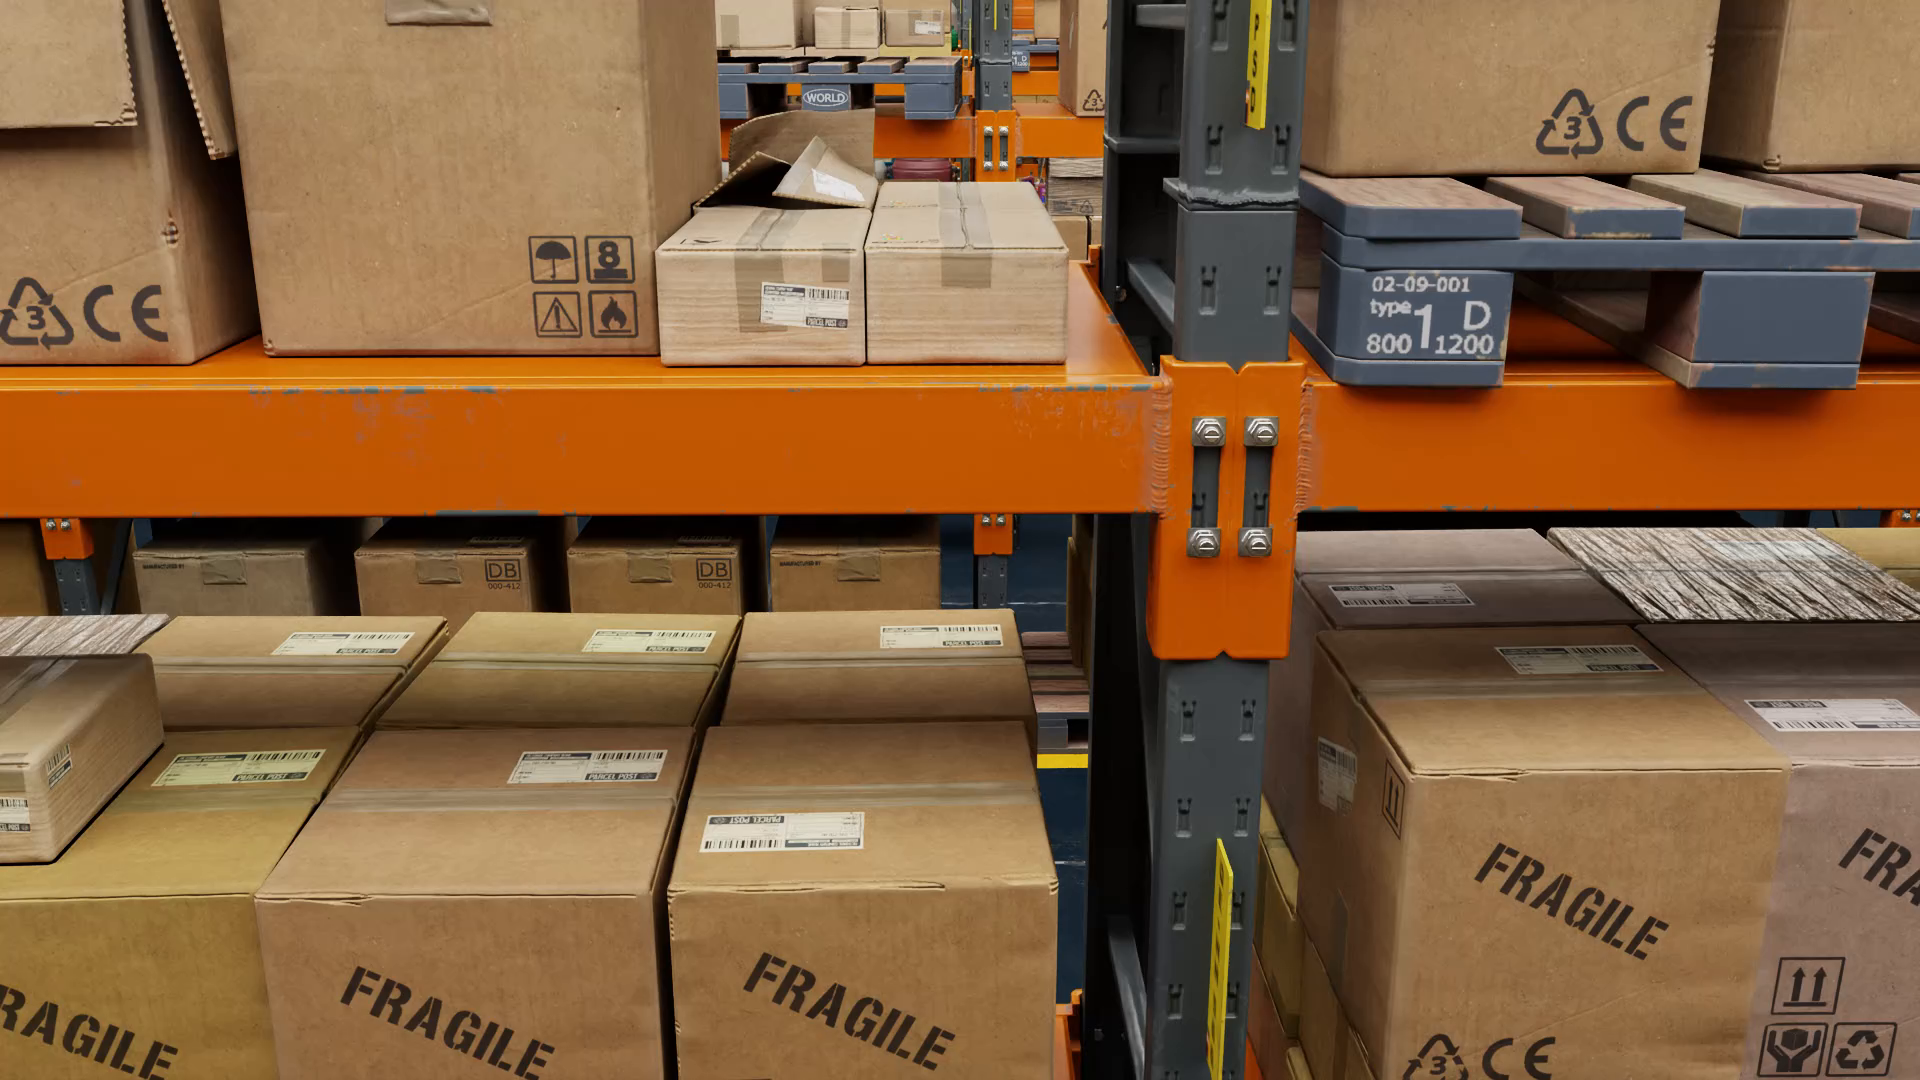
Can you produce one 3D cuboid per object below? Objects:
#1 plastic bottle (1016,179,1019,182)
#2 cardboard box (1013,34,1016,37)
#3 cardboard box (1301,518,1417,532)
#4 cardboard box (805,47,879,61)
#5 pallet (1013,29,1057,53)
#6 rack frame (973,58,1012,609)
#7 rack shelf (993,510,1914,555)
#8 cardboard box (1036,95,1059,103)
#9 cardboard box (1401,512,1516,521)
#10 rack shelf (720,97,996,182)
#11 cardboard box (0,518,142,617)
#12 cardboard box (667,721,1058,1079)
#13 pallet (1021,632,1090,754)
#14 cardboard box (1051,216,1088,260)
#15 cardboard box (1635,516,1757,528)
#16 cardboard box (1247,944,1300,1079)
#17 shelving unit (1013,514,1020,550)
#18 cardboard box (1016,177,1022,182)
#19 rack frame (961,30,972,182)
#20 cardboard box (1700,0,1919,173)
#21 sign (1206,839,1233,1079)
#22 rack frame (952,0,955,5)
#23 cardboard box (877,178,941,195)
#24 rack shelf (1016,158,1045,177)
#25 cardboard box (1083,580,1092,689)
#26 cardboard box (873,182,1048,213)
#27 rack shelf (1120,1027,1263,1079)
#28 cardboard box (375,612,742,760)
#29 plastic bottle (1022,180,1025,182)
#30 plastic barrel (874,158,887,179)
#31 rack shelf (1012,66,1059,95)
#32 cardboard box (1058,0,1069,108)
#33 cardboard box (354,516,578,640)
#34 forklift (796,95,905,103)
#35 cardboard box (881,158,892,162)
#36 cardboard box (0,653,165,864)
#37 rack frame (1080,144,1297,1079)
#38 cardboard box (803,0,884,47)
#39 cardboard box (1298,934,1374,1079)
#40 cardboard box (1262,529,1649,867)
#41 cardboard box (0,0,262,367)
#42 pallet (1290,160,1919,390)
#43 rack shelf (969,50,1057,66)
[{"bbox_3d":[0.595,-3.672,17.408,0.097,0.201,0.097,0,18,0],"label":"plastic bottle"},{"bbox_3d":[0.443,-6.640,21.262,0.500,0.500,0.910,0,18,-1],"label":"cardboard box"},{"bbox_3d":[1.832,0.092,7.527,0.500,0.250,0.500,0,18,0],"label":"cardboard box"},{"bbox_3d":[-0.808,-3.399,11.569,0.500,0.250,0.500,0,18,-1],"label":"cardboard box"},{"bbox_3d":[0.848,-4.951,16.470,1.213,0.211,1.003,0,18,-1],"label":"pallet"},{"bbox_3d":[0.137,-0.611,7.541,0.127,3.000,1.000,0,18,-1],"label":"rack frame"},{"bbox_3d":[2.137,-0.278,7.681,4.000,0.370,1.077,0,18,-1],"label":"rack shelf"},{"bbox_3d":[1.435,-6.789,26.118,0.500,0.500,0.500,0,18,-1],"label":"cardboard box"},{"bbox_3d":[2.351,-0.070,8.031,0.500,0.250,0.500,0,18,1],"label":"cardboard box"},{"bbox_3d":[-1.863,-1.687,7.163,4.000,0.370,1.077,0,18,-1],"label":"rack shelf"},{"bbox_3d":[-4.493,0.202,7.798,0.875,0.875,0.875,0,18,0],"label":"cardboard box"},{"bbox_3d":[-0.134,0.598,2.433,0.500,0.500,0.500,-1,18,-2],"label":"cardboard box"},{"bbox_3d":[0.918,0.714,7.977,1.213,0.211,1.003,0,18,-1],"label":"pallet"},{"bbox_3d":[0.650,-2.093,11.998,0.500,0.500,0.500,0,18,1],"label":"cardboard box"},{"bbox_3d":[3.396,0.084,7.552,0.500,0.250,0.500,-1,18,-2],"label":"cardboard box"},{"bbox_3d":[0.818,0.890,3.107,0.500,0.250,0.500,-1,18,-3],"label":"cardboard box"},{"bbox_3d":[-0.007,-0.714,10.318,0.755,1.500,0.431,0,18,-1],"label":"shelving unit"},{"bbox_3d":[0.662,-5.805,26.563,0.750,0.750,0.750,-1,18,-2],"label":"cardboard box"},{"bbox_3d":[0.081,-3.639,16.981,0.127,3.000,1.000,0,18,-1],"label":"rack frame"},{"bbox_3d":[1.303,-0.838,2.488,0.500,0.500,0.700,-1,18,-4],"label":"cardboard box"},{"bbox_3d":[0.334,0.553,2.148,0.005,0.325,0.100,0,18,-1],"label":"sign"},{"bbox_3d":[-0.075,-9.521,25.497,0.127,3.000,1.000,0,18,-1],"label":"rack frame"},{"bbox_3d":[-0.380,-2.359,12.139,0.500,0.500,0.500,-2,18,-8],"label":"cardboard box"},{"bbox_3d":[2.007,-4.819,21.837,4.000,0.370,1.077,0,18,-1],"label":"rack shelf"},{"bbox_3d":[0.848,0.454,7.627,0.500,0.500,0.500,-1,18,-3],"label":"cardboard box"},{"bbox_3d":[-0.002,-0.459,2.567,0.250,0.149,0.380,0,18,-1],"label":"cardboard box"},{"bbox_3d":[2.316,1.233,2.970,4.000,0.370,1.077,0,18,-1],"label":"rack shelf"},{"bbox_3d":[-0.659,0.447,2.904,0.500,0.500,0.500,1,18,2],"label":"cardboard box"},{"bbox_3d":[0.636,-3.473,16.675,0.097,0.271,0.097,0,18,0],"label":"plastic bottle"},{"bbox_3d":[-0.944,-3.622,16.745,0.421,0.512,0.421,0,18,0],"label":"plastic barrel"},{"bbox_3d":[2.159,-3.222,11.947,4.000,0.370,1.077,0,18,-1],"label":"rack shelf"},{"bbox_3d":[0.704,-2.167,7.318,0.500,0.500,0.500,0,18,-1],"label":"cardboard box"},{"bbox_3d":[-2.279,0.246,7.866,0.750,0.750,1.050,0,18,-1],"label":"cardboard box"},{"bbox_3d":[-0.702,-2.893,14.769,3.031,2.935,1.130,-1,18,-3],"label":"forklift"},{"bbox_3d":[-0.888,-4.943,21.458,0.250,0.149,0.380,0,18,-1],"label":"cardboard box"},{"bbox_3d":[-1.315,0.296,2.313,0.250,0.149,0.380,-1,18,-3],"label":"cardboard box"},{"bbox_3d":[0.316,0.901,2.830,0.127,3.000,1.000,0,18,-1],"label":"rack frame"},{"bbox_3d":[-0.590,-2.308,7.216,0.500,0.311,0.500,0,18,-1],"label":"cardboard box"},{"bbox_3d":[0.827,0.807,2.549,0.500,0.250,0.500,0,18,-1],"label":"cardboard box"},{"bbox_3d":[0.829,0.294,2.919,0.500,0.500,0.500,-1,18,-2],"label":"cardboard box"},{"bbox_3d":[-1.209,-0.561,2.306,0.637,0.503,0.797,0,18,-1],"label":"cardboard box"},{"bbox_3d":[0.959,-0.457,2.461,1.003,0.211,1.213,1,18,2],"label":"pallet"},{"bbox_3d":[2.081,-4.734,16.662,4.000,0.370,1.077,0,18,-1],"label":"rack shelf"}]
